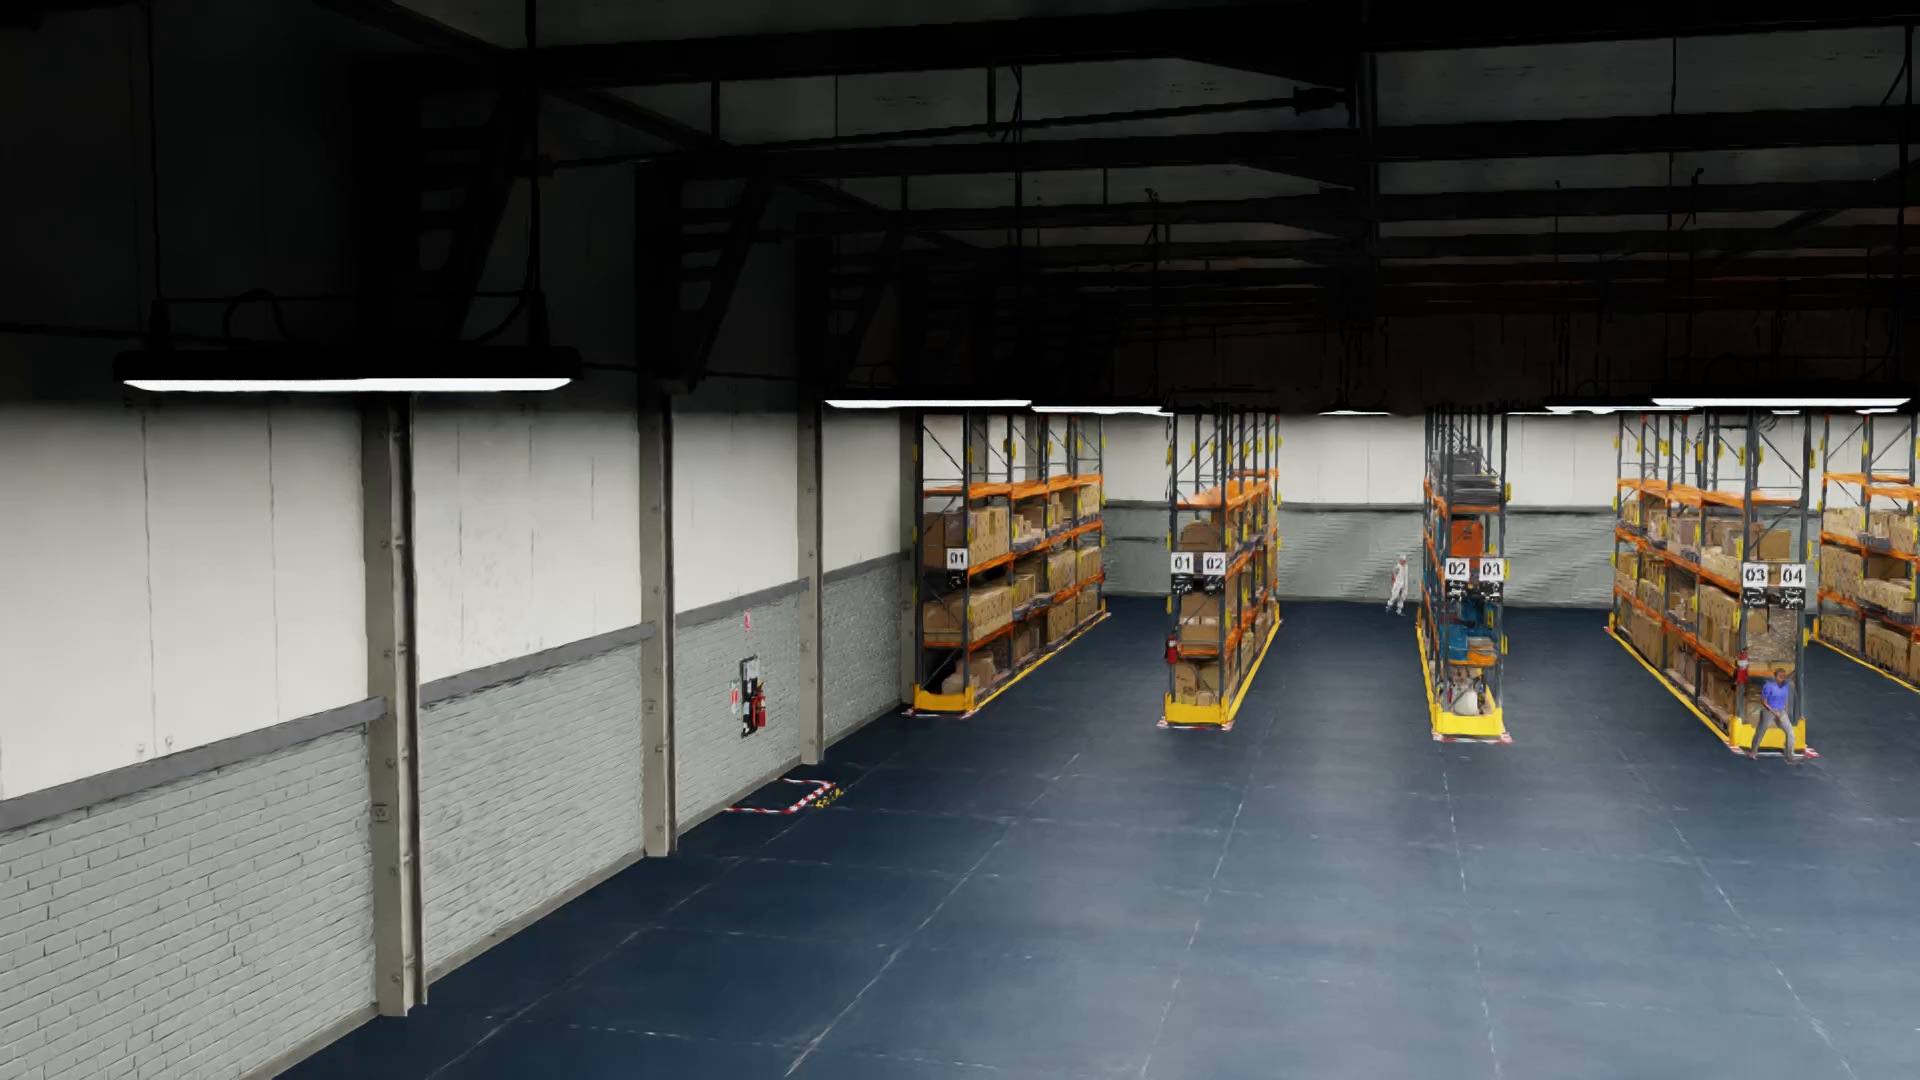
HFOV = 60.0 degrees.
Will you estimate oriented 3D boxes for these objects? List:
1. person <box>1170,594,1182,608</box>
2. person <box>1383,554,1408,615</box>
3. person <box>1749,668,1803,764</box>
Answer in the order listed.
[{"bbox_3d":[6.442,1.289,49.149,0.636,1.586,0.529,-4,5,-40],"label":"person"},{"bbox_3d":[12.630,1.286,48.069,0.734,1.774,0.534,-2,5,-24],"label":"person"},{"bbox_3d":[13.517,2.889,27.585,0.621,1.574,0.828,0,4,-3],"label":"person"}]
